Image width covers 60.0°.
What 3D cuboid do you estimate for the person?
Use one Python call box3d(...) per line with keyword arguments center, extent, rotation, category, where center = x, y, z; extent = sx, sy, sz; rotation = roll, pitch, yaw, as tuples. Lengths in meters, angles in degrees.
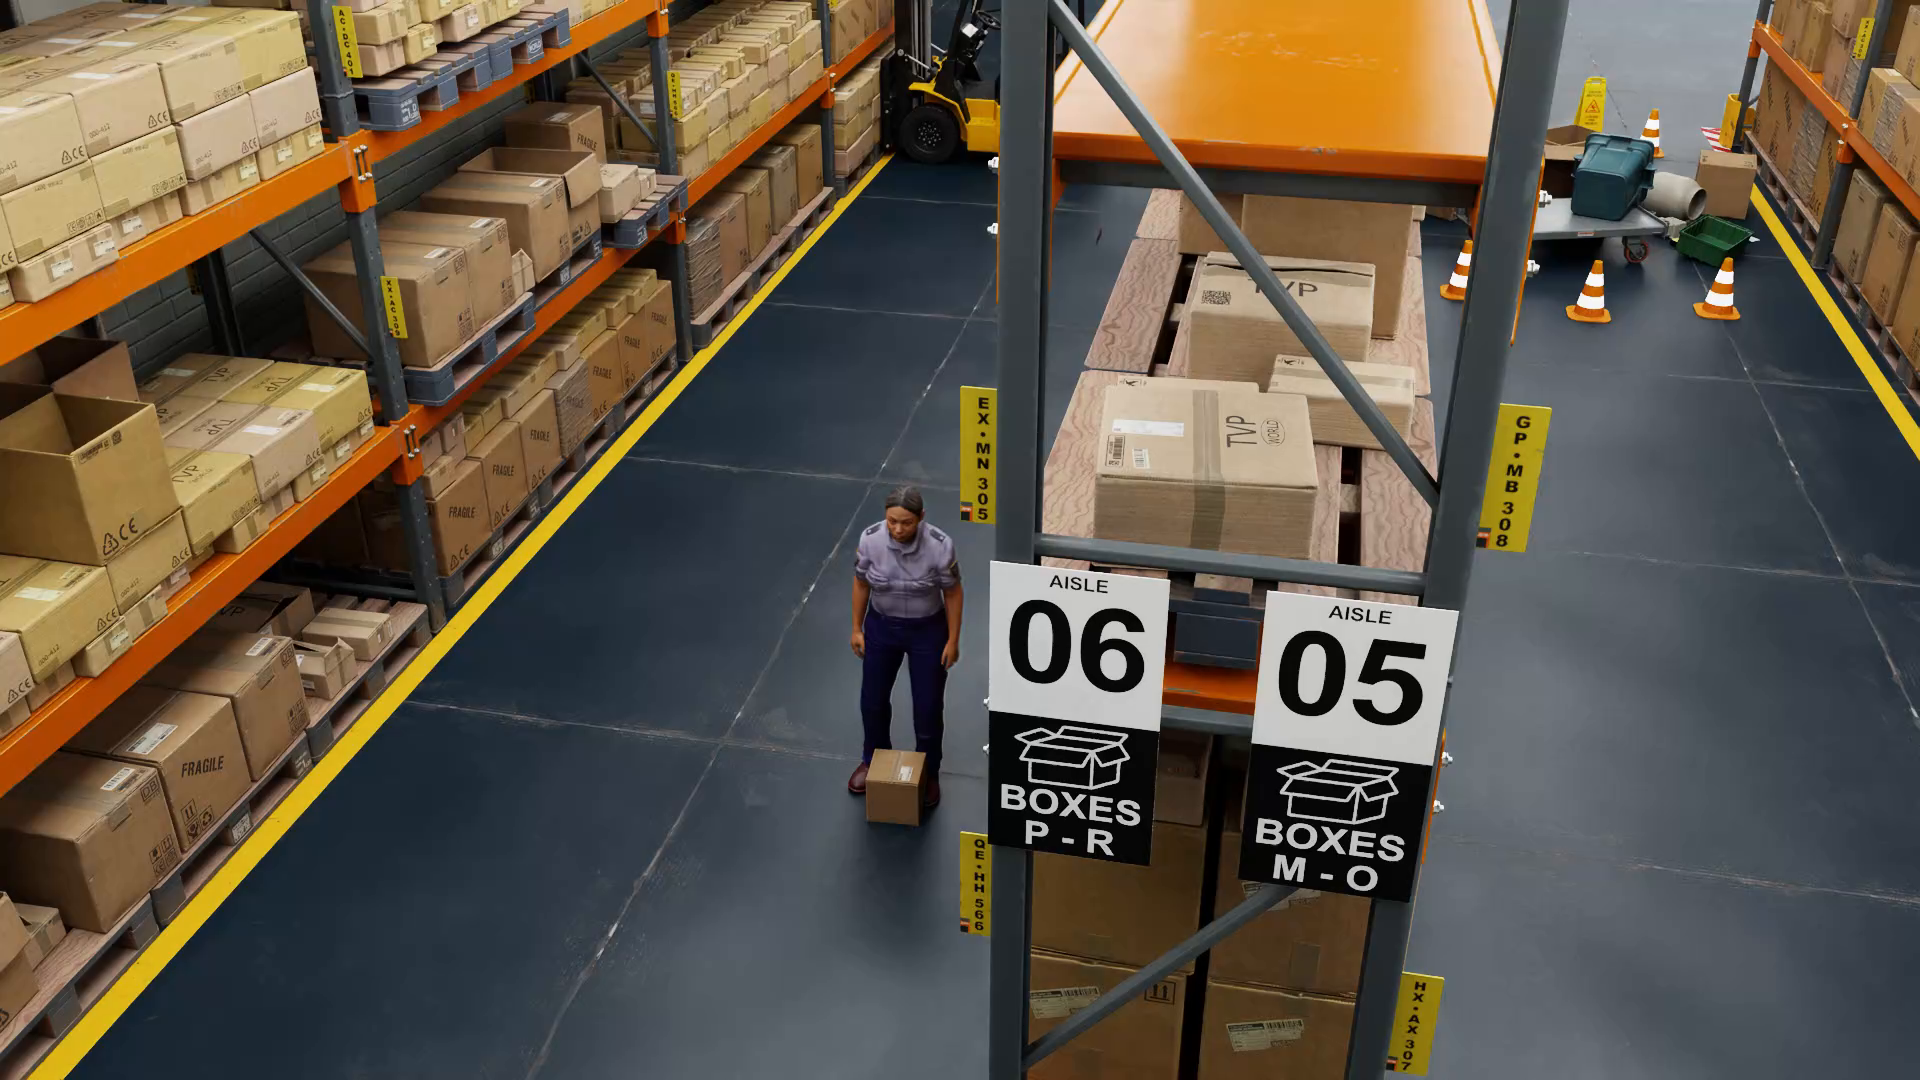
box3d(center=(-0.263, 0.464, 7.781), extent=(0.543, 1.652, 0.414), rotation=(6, 29, 10), category="person")
